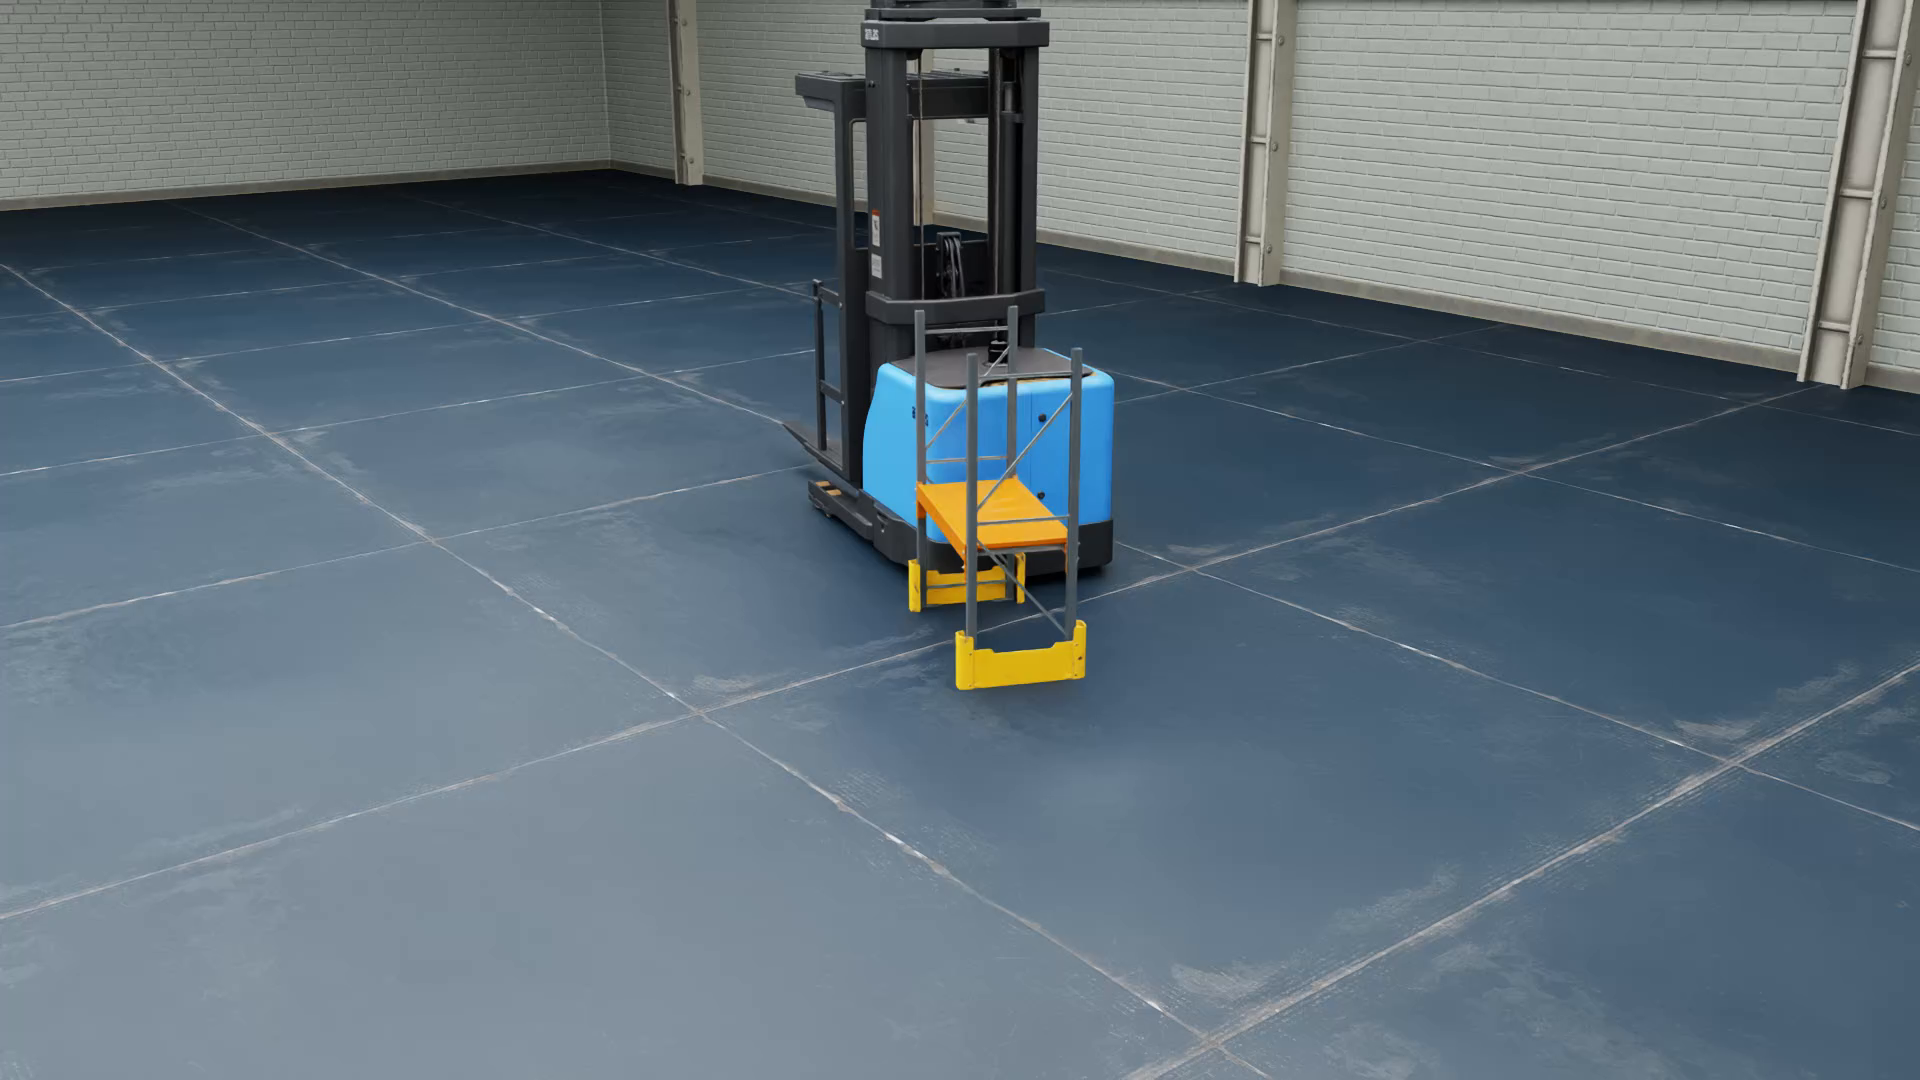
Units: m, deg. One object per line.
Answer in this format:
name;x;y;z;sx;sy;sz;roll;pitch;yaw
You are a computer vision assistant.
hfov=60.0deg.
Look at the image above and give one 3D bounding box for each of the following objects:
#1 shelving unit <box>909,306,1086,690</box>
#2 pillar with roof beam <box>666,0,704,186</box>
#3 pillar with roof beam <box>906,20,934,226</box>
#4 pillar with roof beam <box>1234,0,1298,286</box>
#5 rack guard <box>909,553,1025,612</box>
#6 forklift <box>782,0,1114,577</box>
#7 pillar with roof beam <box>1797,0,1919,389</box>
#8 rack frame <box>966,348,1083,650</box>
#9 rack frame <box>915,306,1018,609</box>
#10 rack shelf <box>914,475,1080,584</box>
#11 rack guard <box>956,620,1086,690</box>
shelving unit;0.155;-0.233;7.679;0.587;1.500;1.083;-4;19;-13
pillar with roof beam;-7.680;-9.112;22.566;9.100;9.000;0.400;-14;23;-36
pillar with roof beam;-3.955;-7.634;18.101;9.100;9.000;0.400;-14;23;-36
pillar with roof beam;-0.229;-6.155;13.636;9.100;9.000;0.400;-14;23;-36
rack guard;0.037;0.209;8.335;0.587;0.250;0.087;-4;19;-13
forklift;-0.254;-1.571;9.444;1.130;2.935;3.031;-8;20;-23
pillar with roof beam;3.496;-4.677;9.171;9.100;9.000;0.400;-14;23;-36
rack frame;0.273;-0.080;7.219;0.500;1.500;0.032;-4;19;-13
rack frame;0.032;-0.391;8.157;0.500;1.500;0.032;-4;19;-13
rack shelf;0.153;-0.065;7.744;0.538;0.185;1.000;-4;19;-13
rack guard;0.273;0.513;7.416;0.587;0.250;0.087;-4;19;-13
